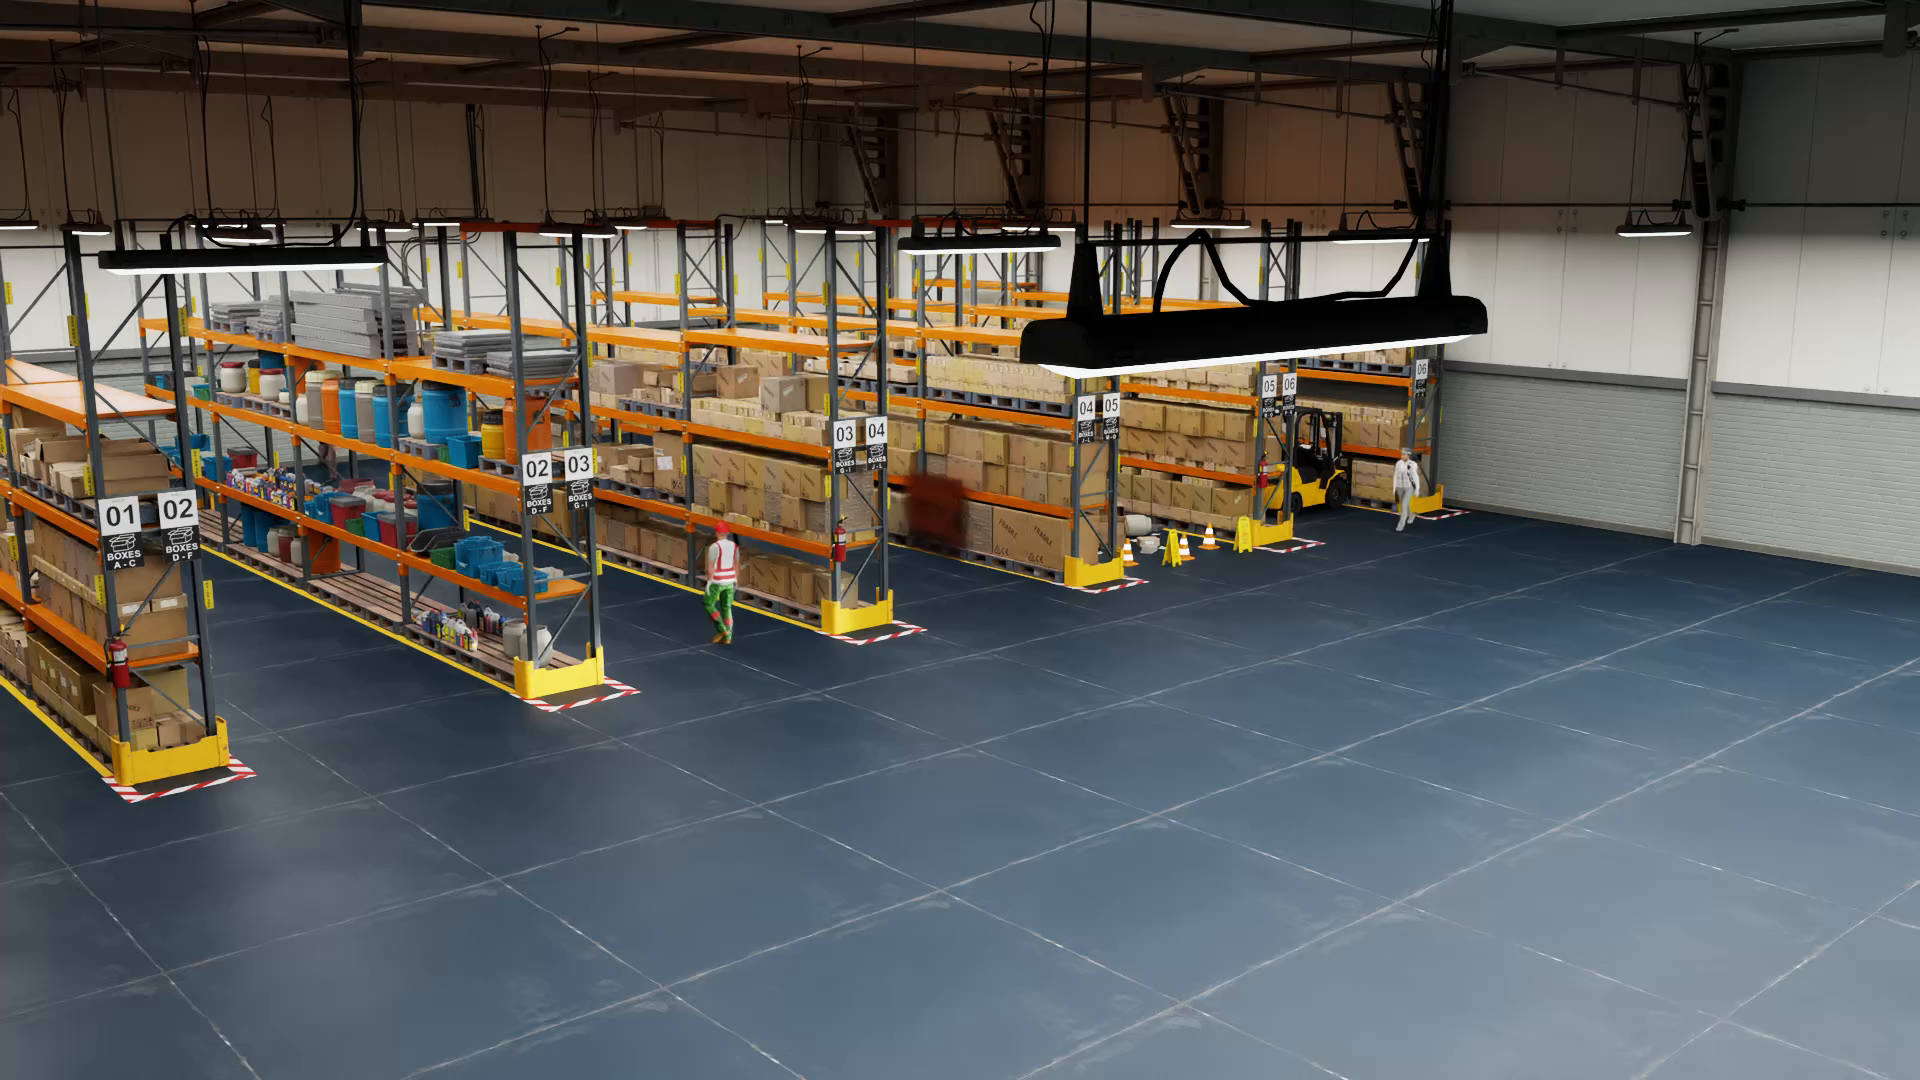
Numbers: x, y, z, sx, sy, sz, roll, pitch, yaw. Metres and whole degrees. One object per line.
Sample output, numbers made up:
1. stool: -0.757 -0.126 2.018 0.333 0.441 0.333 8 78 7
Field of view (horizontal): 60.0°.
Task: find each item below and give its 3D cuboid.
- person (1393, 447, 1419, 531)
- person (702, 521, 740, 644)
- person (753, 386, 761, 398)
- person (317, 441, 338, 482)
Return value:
1. person: 8.811 -1.039 32.801 0.510 1.631 0.933 10 15 40
2. person: -3.456 0.626 24.207 0.594 1.785 0.461 -10 15 -41
3. person: -5.535 -3.682 45.541 0.666 1.776 0.569 -10 15 -41
4. person: -14.580 -2.215 38.443 0.547 1.712 0.587 3 12 14
